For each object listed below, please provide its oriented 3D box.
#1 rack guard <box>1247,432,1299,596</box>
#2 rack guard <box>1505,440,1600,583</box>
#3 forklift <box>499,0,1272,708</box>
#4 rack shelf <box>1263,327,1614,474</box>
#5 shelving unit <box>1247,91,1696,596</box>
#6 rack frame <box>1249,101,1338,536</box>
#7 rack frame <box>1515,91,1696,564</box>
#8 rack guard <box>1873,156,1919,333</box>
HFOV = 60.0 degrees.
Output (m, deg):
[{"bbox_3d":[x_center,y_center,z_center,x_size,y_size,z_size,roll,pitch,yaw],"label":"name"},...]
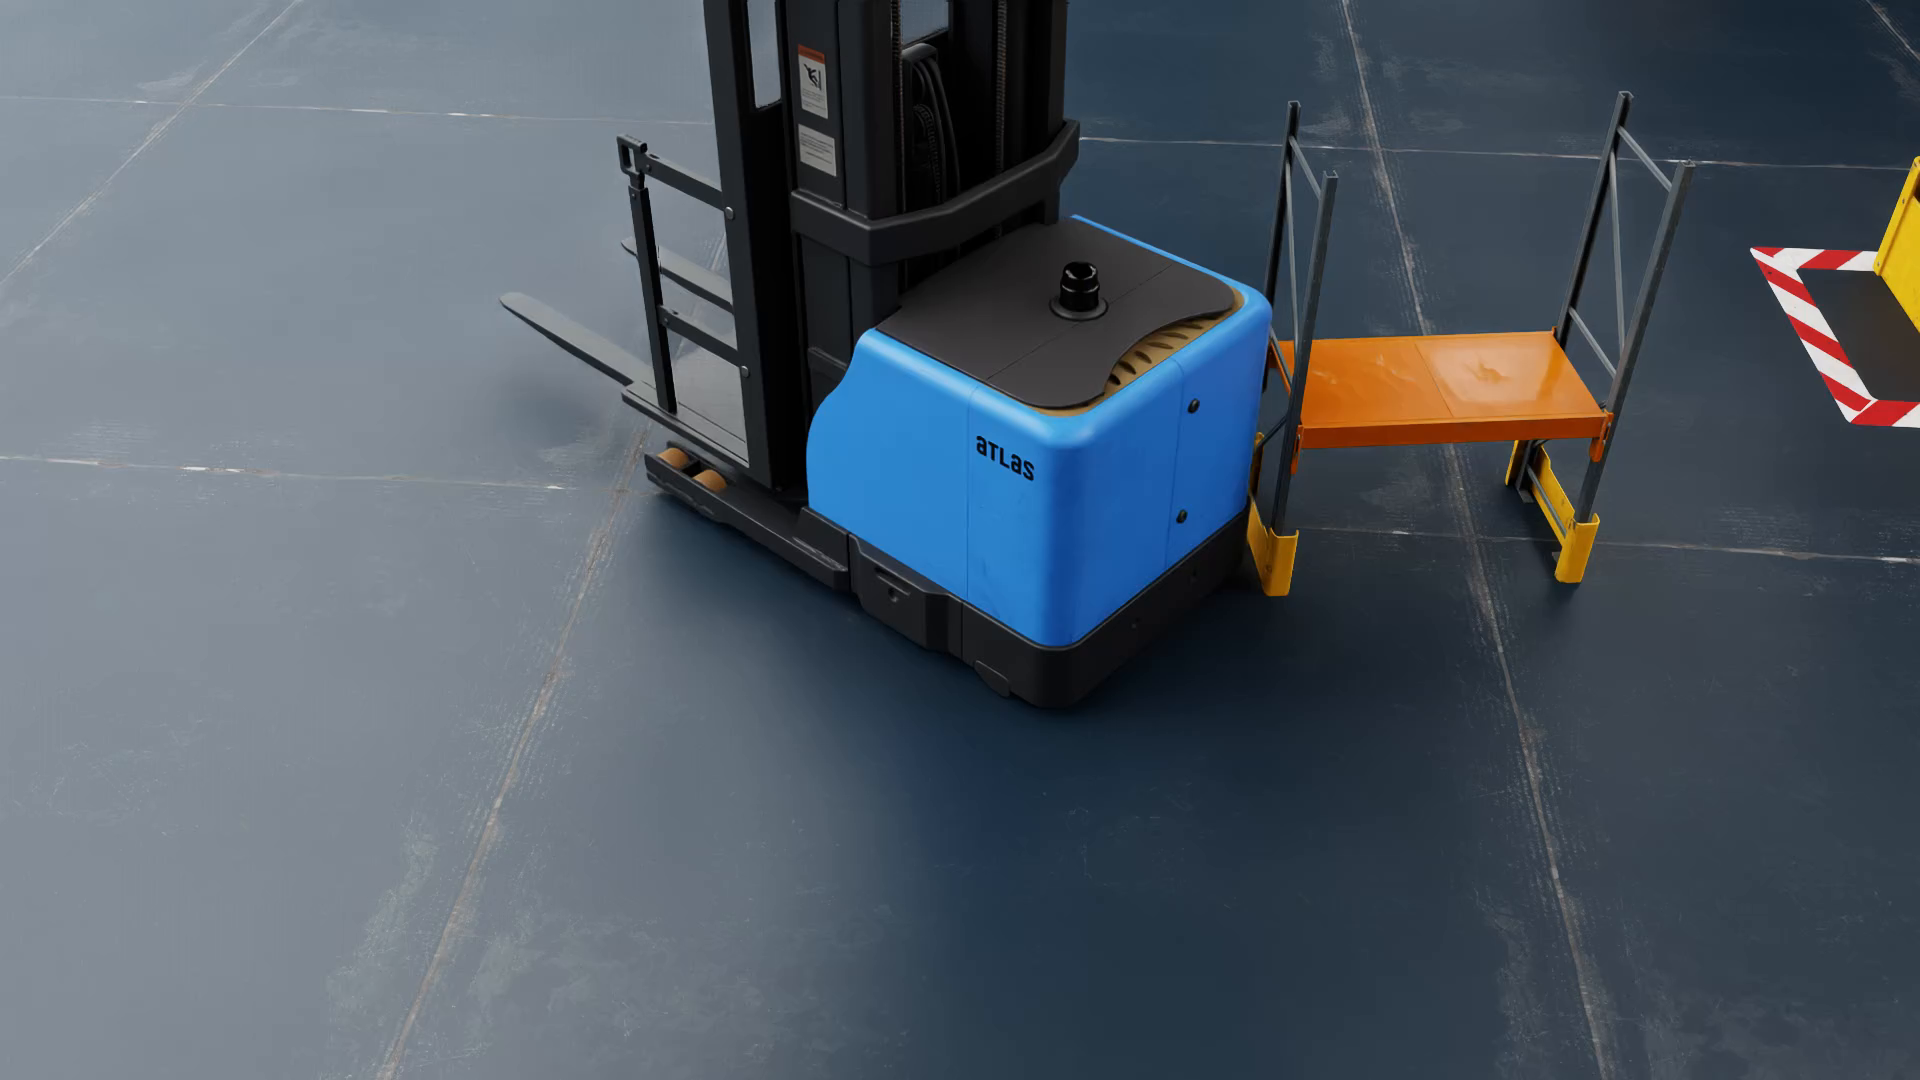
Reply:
[{"bbox_3d":[1.036,-0.096,5.670,0.087,0.250,0.587,-2,39,-3],"label":"rack guard"},{"bbox_3d":[2.030,-0.138,5.722,0.087,0.250,0.587,-2,39,-3],"label":"rack guard"},{"bbox_3d":[-0.480,-1.433,5.189,3.031,2.935,1.130,30,48,31],"label":"forklift"},{"bbox_3d":[1.524,-0.462,5.414,1.000,0.185,0.538,-2,39,-3],"label":"rack shelf"},{"bbox_3d":[1.533,-0.602,5.301,1.083,1.500,0.587,-2,39,-3],"label":"shelving unit"},{"bbox_3d":[1.017,-0.580,5.274,0.032,1.500,0.500,-2,39,-3],"label":"rack frame"},{"bbox_3d":[2.031,-0.623,5.327,0.032,1.500,0.500,-2,39,-3],"label":"rack frame"},{"bbox_3d":[4.076,-1.031,6.621,0.348,0.500,1.175,3,39,4],"label":"rack guard"}]
